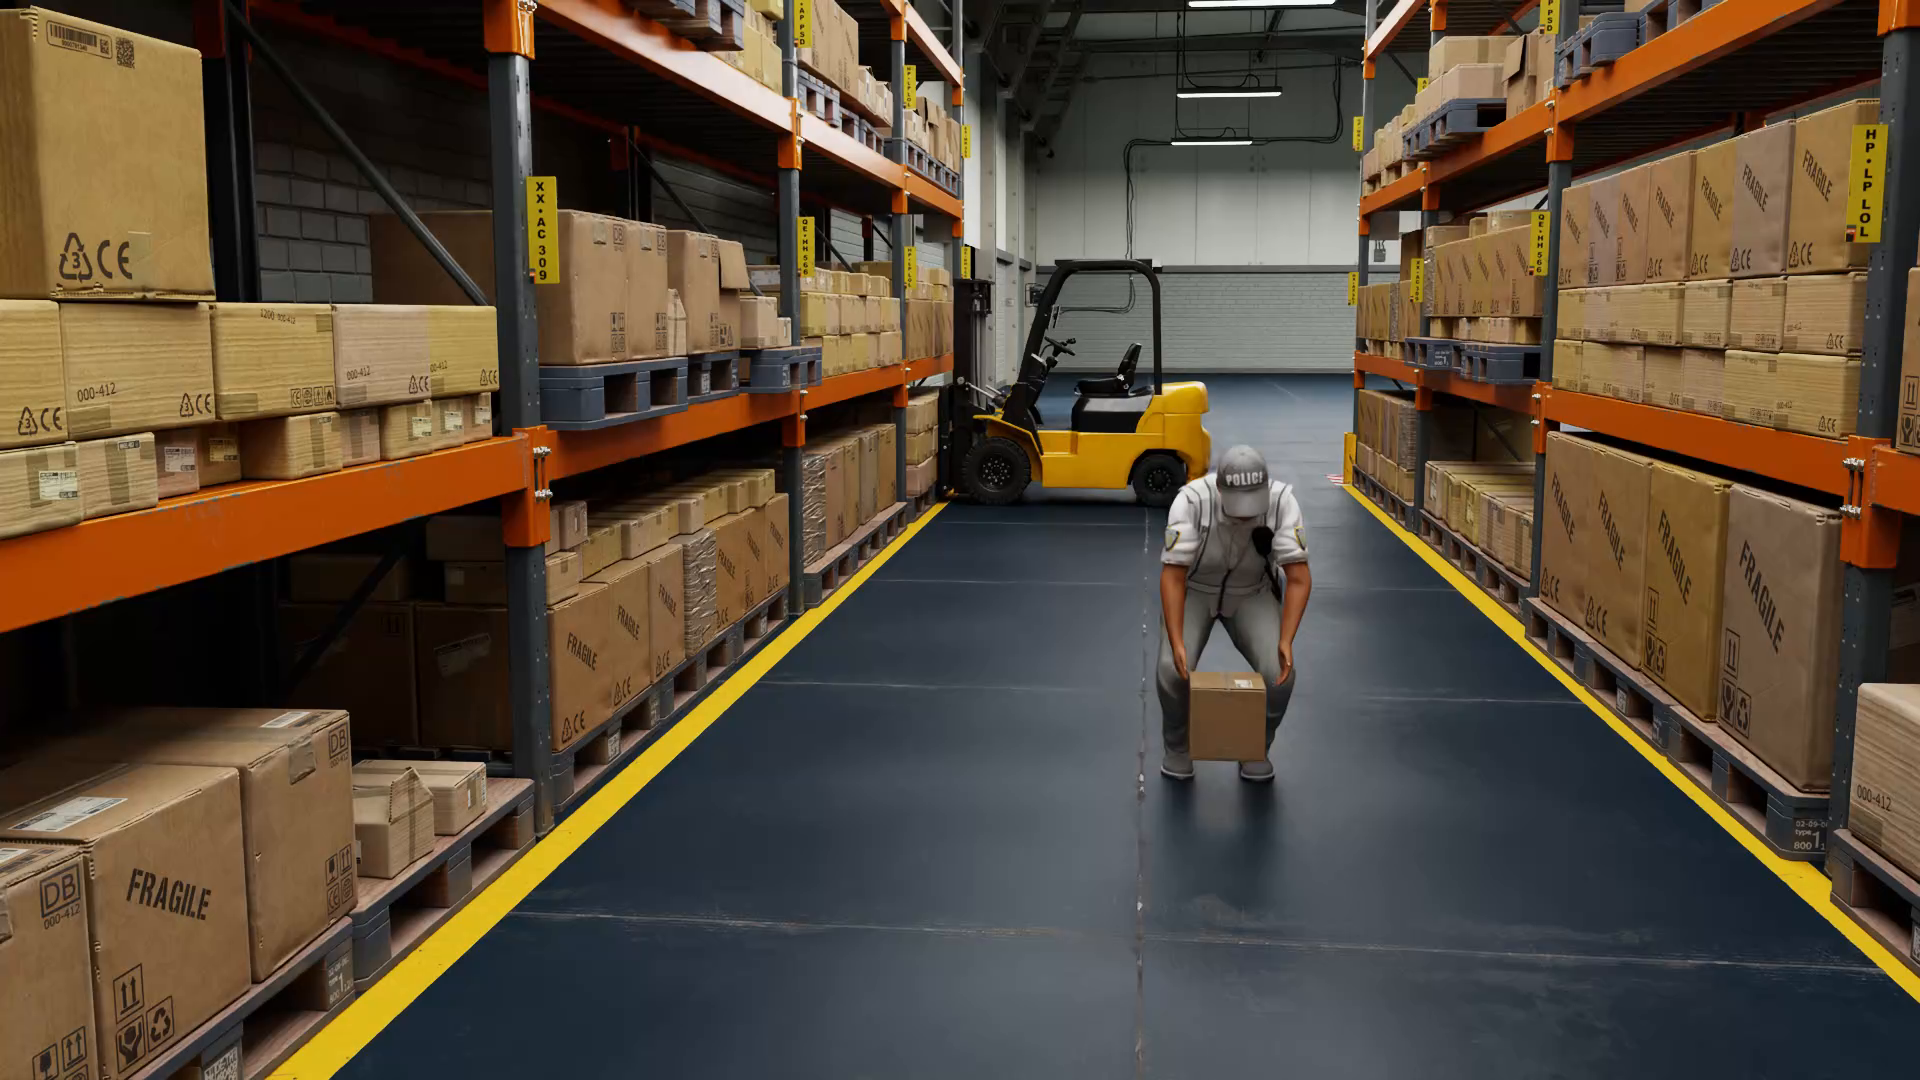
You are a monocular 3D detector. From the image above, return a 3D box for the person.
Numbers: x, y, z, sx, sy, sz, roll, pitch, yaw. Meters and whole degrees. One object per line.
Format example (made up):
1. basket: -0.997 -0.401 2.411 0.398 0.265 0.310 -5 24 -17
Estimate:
1. person: 0.981 0.257 6.010 0.541 1.239 0.794 1 8 6
